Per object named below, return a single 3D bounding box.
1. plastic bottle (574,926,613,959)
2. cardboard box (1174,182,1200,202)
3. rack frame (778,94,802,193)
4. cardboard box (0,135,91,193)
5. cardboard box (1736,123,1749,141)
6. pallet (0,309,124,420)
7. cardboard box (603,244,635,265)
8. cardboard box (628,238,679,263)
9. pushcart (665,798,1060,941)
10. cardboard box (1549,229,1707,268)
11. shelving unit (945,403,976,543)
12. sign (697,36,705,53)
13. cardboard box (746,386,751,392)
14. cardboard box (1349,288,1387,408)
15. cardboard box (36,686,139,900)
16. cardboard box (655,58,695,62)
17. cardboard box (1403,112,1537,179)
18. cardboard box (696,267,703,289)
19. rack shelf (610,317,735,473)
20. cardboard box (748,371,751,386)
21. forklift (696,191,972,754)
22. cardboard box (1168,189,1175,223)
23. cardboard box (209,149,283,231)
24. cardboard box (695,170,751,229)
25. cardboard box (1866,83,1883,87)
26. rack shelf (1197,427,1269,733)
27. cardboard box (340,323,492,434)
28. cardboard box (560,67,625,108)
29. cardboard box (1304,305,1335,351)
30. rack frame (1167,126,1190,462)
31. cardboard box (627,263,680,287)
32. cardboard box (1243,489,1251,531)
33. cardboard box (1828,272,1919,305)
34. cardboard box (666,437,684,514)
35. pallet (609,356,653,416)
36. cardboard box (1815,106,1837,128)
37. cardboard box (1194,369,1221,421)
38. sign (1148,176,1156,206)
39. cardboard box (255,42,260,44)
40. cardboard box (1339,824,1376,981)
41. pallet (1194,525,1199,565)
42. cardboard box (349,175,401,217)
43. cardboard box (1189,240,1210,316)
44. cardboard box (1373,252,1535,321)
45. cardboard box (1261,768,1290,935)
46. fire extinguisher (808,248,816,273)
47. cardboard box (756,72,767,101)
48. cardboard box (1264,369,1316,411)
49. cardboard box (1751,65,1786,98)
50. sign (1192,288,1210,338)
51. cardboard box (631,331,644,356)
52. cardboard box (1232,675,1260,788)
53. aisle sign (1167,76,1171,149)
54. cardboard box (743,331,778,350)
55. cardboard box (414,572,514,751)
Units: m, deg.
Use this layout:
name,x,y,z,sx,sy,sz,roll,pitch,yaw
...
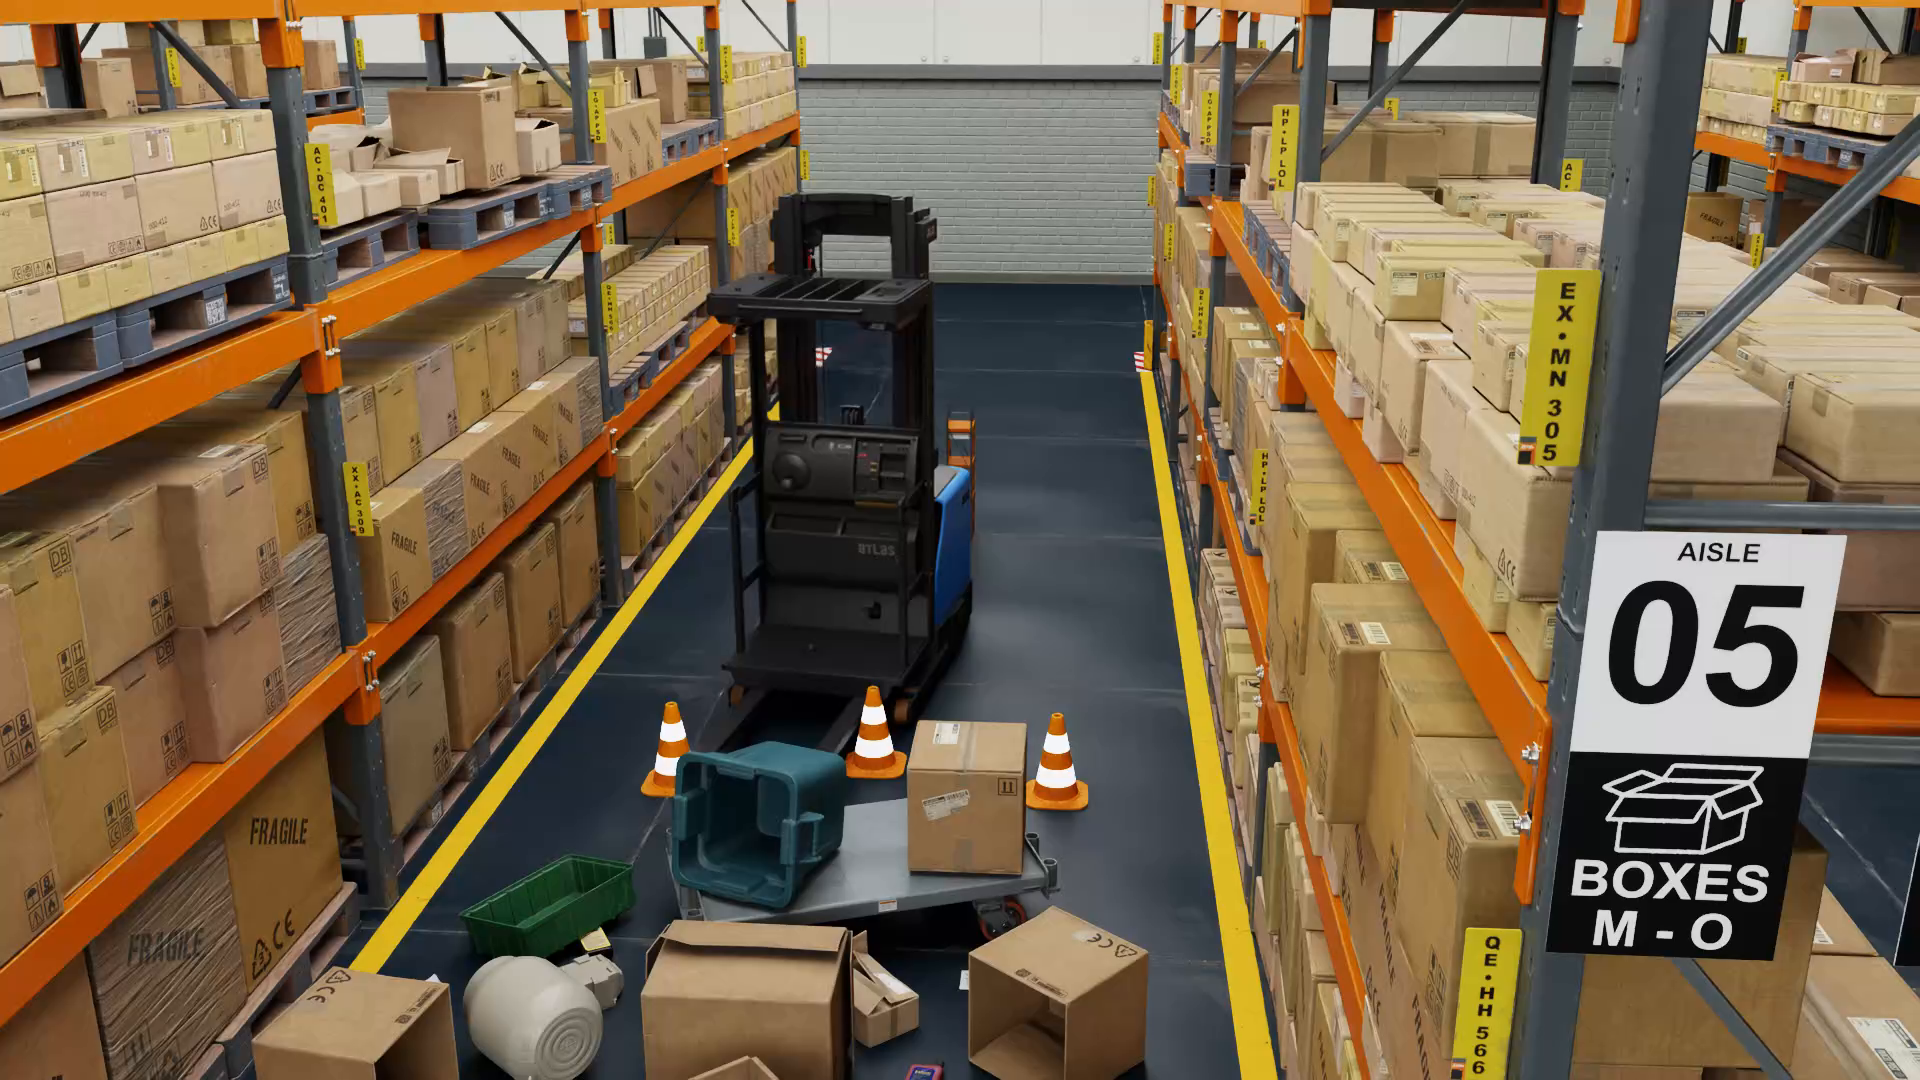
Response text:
name,x,y,z,sx,sy,sz,roll,pitch,yaw
plastic bottle,-1.642,1.780,7.392,0.133,0.061,0.283,-9,20,-25
cardboard box,2.095,-3.075,14.681,0.380,0.149,0.250,1,18,3
rack frame,-2.268,-3.463,18.673,1.000,3.000,0.127,1,18,4
cardboard box,-2.927,-1.155,5.101,0.380,0.149,0.250,1,18,3
cardboard box,7.121,-3.615,14.724,0.380,0.149,0.250,2,18,6
pallet,-3.287,-0.487,4.918,1.003,0.211,1.213,1,18,4
cardboard box,-3.041,-2.471,14.421,0.380,0.149,0.250,2,18,7
cardboard box,-2.802,-2.566,15.297,0.500,0.500,0.500,1,18,4
pushcart,-0.461,1.554,7.574,1.648,0.377,0.936,-5,19,-15
cardboard box,1.986,-0.834,4.956,0.380,0.149,0.250,1,18,5
shelving unit,0.004,-0.516,12.810,0.215,1.050,0.252,1,18,4
sign,-2.809,-5.315,18.107,0.100,0.325,0.005,1,18,4
cardboard box,-2.254,-1.412,16.319,0.380,0.149,0.250,1,18,3
cardboard box,1.401,-0.549,4.727,0.500,0.250,0.500,1,18,4
cardboard box,-3.254,0.811,5.389,0.875,0.550,0.500,1,18,4
cardboard box,-2.738,-4.507,15.841,0.380,0.149,0.250,1,18,4
cardboard box,2.284,-1.775,7.470,0.500,0.250,0.500,1,18,3
cardboard box,-2.404,-2.232,14.169,0.380,0.149,0.250,1,18,4
rack shelf,-2.698,-1.257,13.098,1.077,0.370,4.000,1,18,4
cardboard box,-2.234,-1.638,16.530,0.380,0.149,0.250,2,18,6
forklift,-0.747,-0.442,9.566,1.130,2.935,3.031,4,19,12
cardboard box,2.193,-2.974,15.415,0.500,0.500,0.500,1,18,3
cardboard box,-2.907,-1.320,6.244,0.500,0.250,0.500,1,18,3
cardboard box,-2.257,-3.180,15.567,0.500,0.500,0.500,1,18,2
cardboard box,7.440,-3.550,13.213,0.380,0.149,0.250,1,18,4
rack shelf,1.960,0.064,9.065,1.077,0.370,4.000,1,18,4
cardboard box,-2.989,-0.886,9.044,0.700,0.500,0.500,1,18,3
cardboard box,-2.500,-3.094,11.342,0.396,0.266,0.258,1,18,4
cardboard box,1.473,-0.791,6.106,0.380,0.149,0.250,1,18,4
rack frame,2.390,-2.141,14.640,1.000,3.000,0.127,1,18,4
cardboard box,-2.467,-2.133,13.388,0.380,0.149,0.250,1,18,2
cardboard box,1.612,-0.144,8.275,0.380,0.149,0.250,1,18,4
cardboard box,6.990,-1.729,12.547,0.700,0.500,0.500,1,18,4
cardboard box,-2.471,-0.519,13.031,0.500,0.500,0.500,1,18,3
pallet,-2.896,-1.110,11.803,1.213,0.211,1.003,1,18,4
cardboard box,6.846,-3.264,12.817,0.380,0.149,0.250,2,18,5
cardboard box,1.881,-0.990,11.369,0.500,0.250,0.500,1,18,2
sign,2.124,-3.847,18.328,0.100,0.325,0.005,1,18,4
cardboard box,-7.341,-4.828,17.028,0.700,0.500,0.500,0,18,0
cardboard box,1.374,0.912,4.686,0.500,0.500,0.500,1,18,4
pallet,2.235,0.183,12.025,1.003,0.211,1.213,1,18,4
cardboard box,-2.806,-1.605,7.756,0.250,0.149,0.380,1,18,4
cardboard box,1.950,-1.902,12.143,0.500,0.500,0.500,1,18,4
cardboard box,1.336,-0.688,4.510,0.380,0.149,0.250,2,18,5
cardboard box,1.505,1.271,6.763,0.500,0.500,0.500,2,18,7
fire extinguisher,-1.789,-3.317,18.950,0.296,0.674,0.183,1,18,4
cardboard box,-2.170,-4.431,16.250,0.500,0.250,0.500,0,18,2
cardboard box,1.661,-0.716,7.936,0.380,0.149,0.250,1,18,2
cardboard box,7.137,-3.927,14.232,0.500,0.250,0.500,1,18,4
sign,1.549,-1.460,10.703,0.100,0.325,0.005,1,18,4
cardboard box,-2.552,-1.444,12.240,0.380,0.149,0.250,2,18,6
cardboard box,1.900,1.006,8.580,0.950,0.372,0.625,2,18,7
aisle sign,2.393,-4.648,18.115,0.394,0.787,0.004,1,18,4
cardboard box,-2.066,-2.096,17.452,0.380,0.149,0.250,2,18,6
cardboard box,-3.100,0.640,9.092,1.050,0.750,0.750,1,18,4
